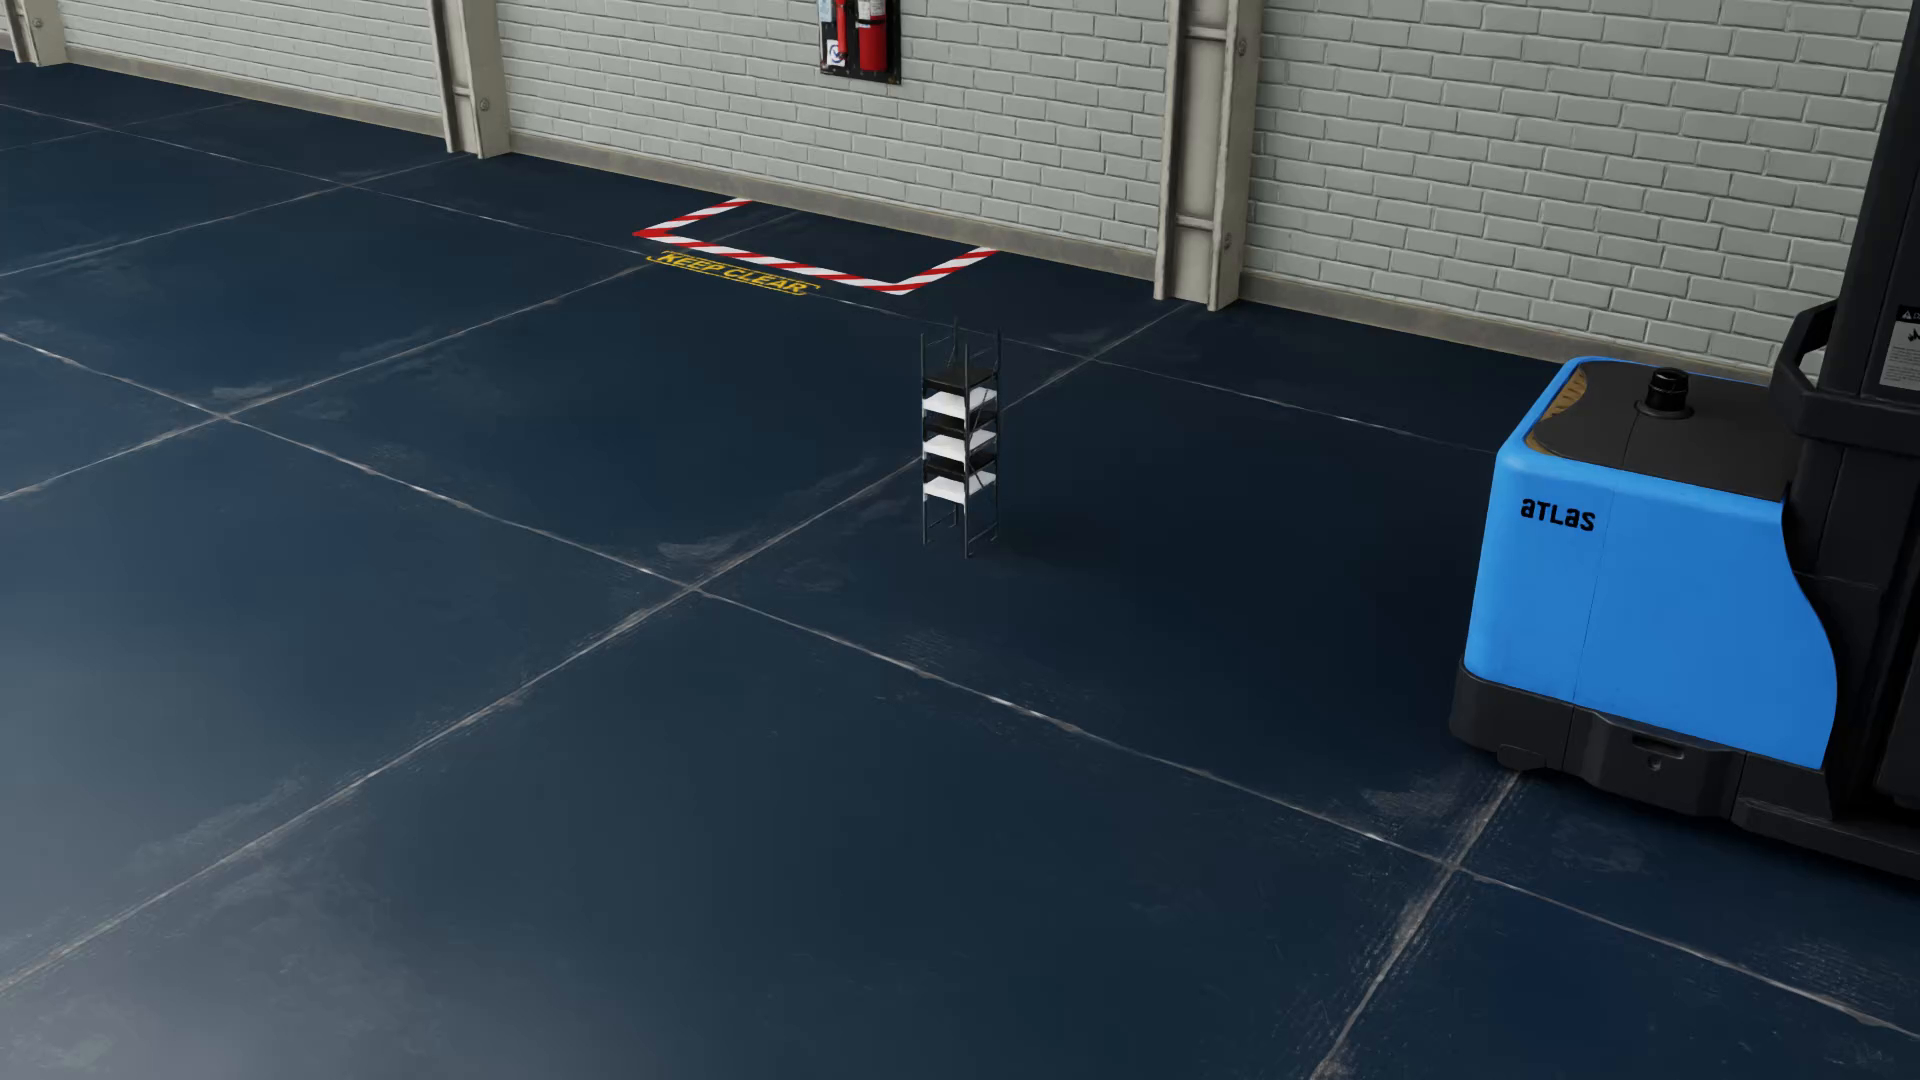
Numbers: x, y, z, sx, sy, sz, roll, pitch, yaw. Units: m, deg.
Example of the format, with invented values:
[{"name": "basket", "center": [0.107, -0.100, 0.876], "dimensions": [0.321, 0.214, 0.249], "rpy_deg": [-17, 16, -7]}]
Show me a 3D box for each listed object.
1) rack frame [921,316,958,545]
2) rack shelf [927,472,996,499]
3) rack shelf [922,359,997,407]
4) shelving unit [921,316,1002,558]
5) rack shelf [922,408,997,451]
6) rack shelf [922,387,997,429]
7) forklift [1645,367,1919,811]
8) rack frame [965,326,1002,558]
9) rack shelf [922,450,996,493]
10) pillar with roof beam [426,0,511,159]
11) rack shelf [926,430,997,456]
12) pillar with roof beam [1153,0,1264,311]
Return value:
[{"name": "rack frame", "center": [-0.077, -0.425, 6.593], "dimensions": [0.006, 0.900, 0.240], "rpy_deg": [17, 32, 30]}, {"name": "rack shelf", "center": [0.007, -0.227, 6.629], "dimensions": [0.190, 0.026, 0.221], "rpy_deg": [17, 32, 30]}, {"name": "rack shelf", "center": [0.007, -0.610, 6.434], "dimensions": [0.200, 0.077, 0.258], "rpy_deg": [17, 32, 30]}, {"name": "shelving unit", "center": [0.007, -0.399, 6.542], "dimensions": [0.210, 0.900, 0.258], "rpy_deg": [17, 32, 30]}, {"name": "rack shelf", "center": [0.007, -0.449, 6.516], "dimensions": [0.200, 0.077, 0.258], "rpy_deg": [17, 32, 30]}, {"name": "rack shelf", "center": [0.007, -0.530, 6.475], "dimensions": [0.200, 0.077, 0.258], "rpy_deg": [17, 32, 30]}, {"name": "forklift", "center": [3.111, -0.457, 4.417], "dimensions": [3.031, 2.935, 1.110], "rpy_deg": [15, 31, 27]}, {"name": "rack frame", "center": [0.090, -0.373, 6.490], "dimensions": [0.006, 0.900, 0.240], "rpy_deg": [17, 32, 30]}, {"name": "rack shelf", "center": [0.007, -0.289, 6.598], "dimensions": [0.200, 0.077, 0.258], "rpy_deg": [17, 32, 30]}, {"name": "pillar with roof beam", "center": [-6.036, -5.320, 7.282], "dimensions": [0.400, 9.000, 9.100], "rpy_deg": [17, 32, 30]}, {"name": "rack shelf", "center": [0.007, -0.387, 6.548], "dimensions": [0.190, 0.026, 0.221], "rpy_deg": [17, 32, 30]}, {"name": "pillar with roof beam", "center": [-1.091, -3.779, 4.255], "dimensions": [0.400, 9.000, 9.100], "rpy_deg": [17, 32, 30]}]
